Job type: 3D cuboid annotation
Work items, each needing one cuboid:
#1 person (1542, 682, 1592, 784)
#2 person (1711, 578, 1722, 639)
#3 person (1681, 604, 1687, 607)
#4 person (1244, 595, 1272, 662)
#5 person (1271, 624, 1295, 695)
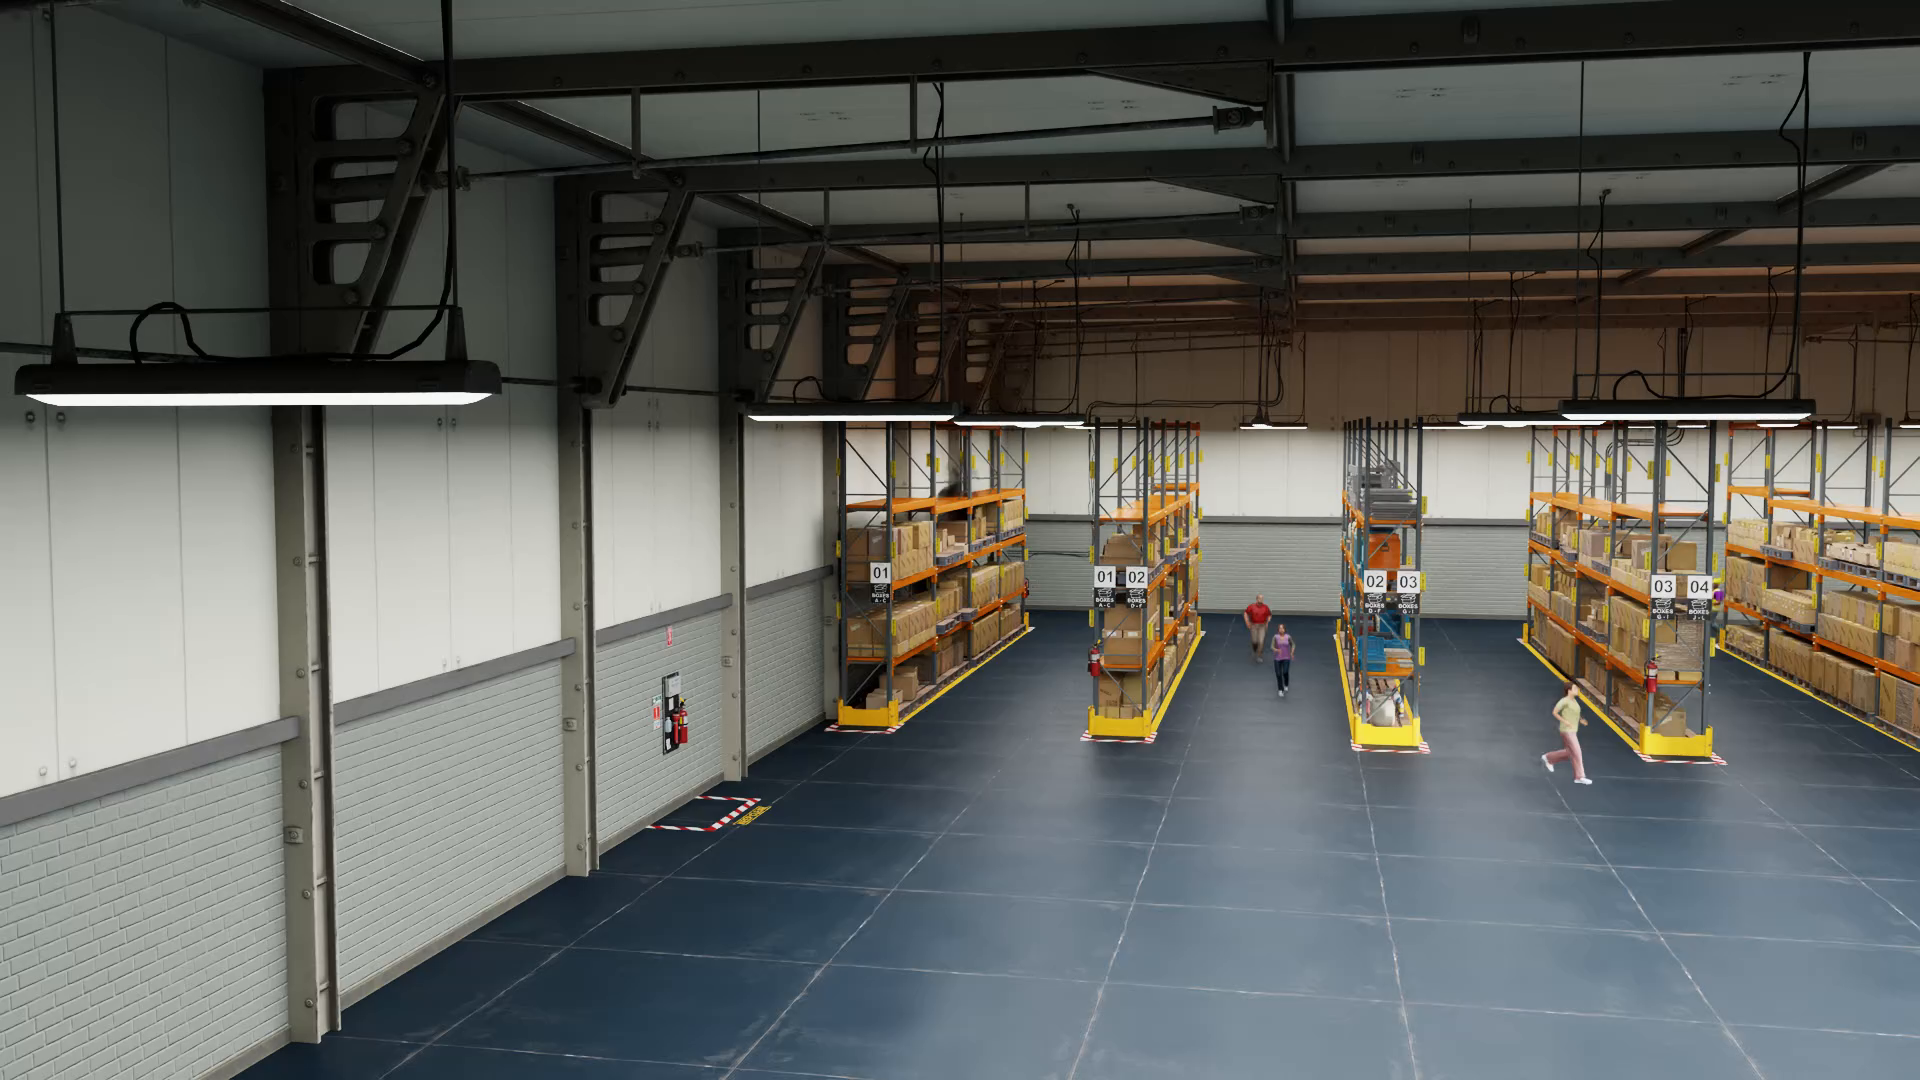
[{"bbox_3d":[9.917,3.128,27.175,0.890,1.647,0.583,3,5,42],"label":"person"},{"bbox_3d":[20.454,1.909,45.267,0.888,1.753,0.737,0,4,0],"label":"person"},{"bbox_3d":[19.322,1.991,44.783,0.682,1.670,0.678,-3,5,-42],"label":"person"},{"bbox_3d":[7.425,2.203,41.347,0.672,1.689,0.528,0,4,0],"label":"person"},{"bbox_3d":[6.972,2.595,35.949,0.515,1.561,0.608,1,4,14],"label":"person"}]
